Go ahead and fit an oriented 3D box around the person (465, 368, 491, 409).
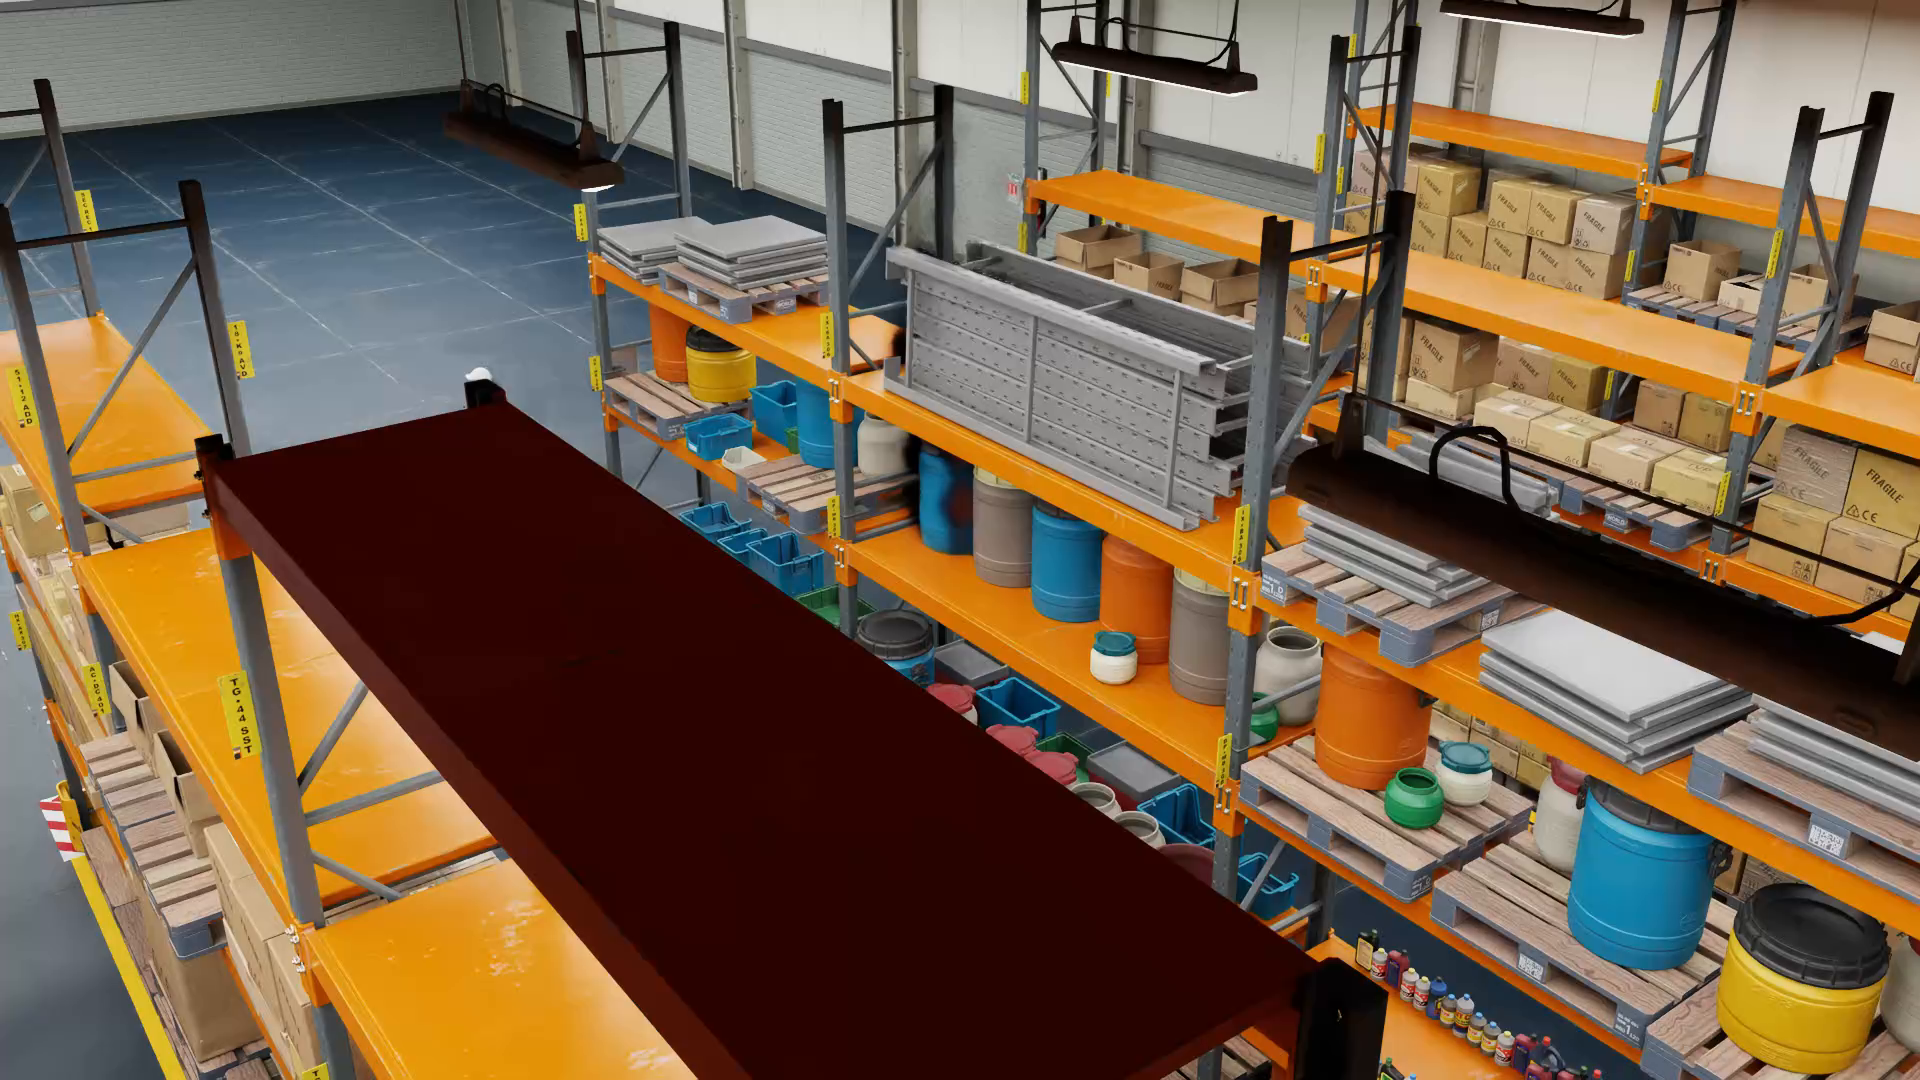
[{"bbox_3d":[-5.582,-1.191,19.509,0.609,1.722,0.657,-8,26,-17],"label":"person"}]
